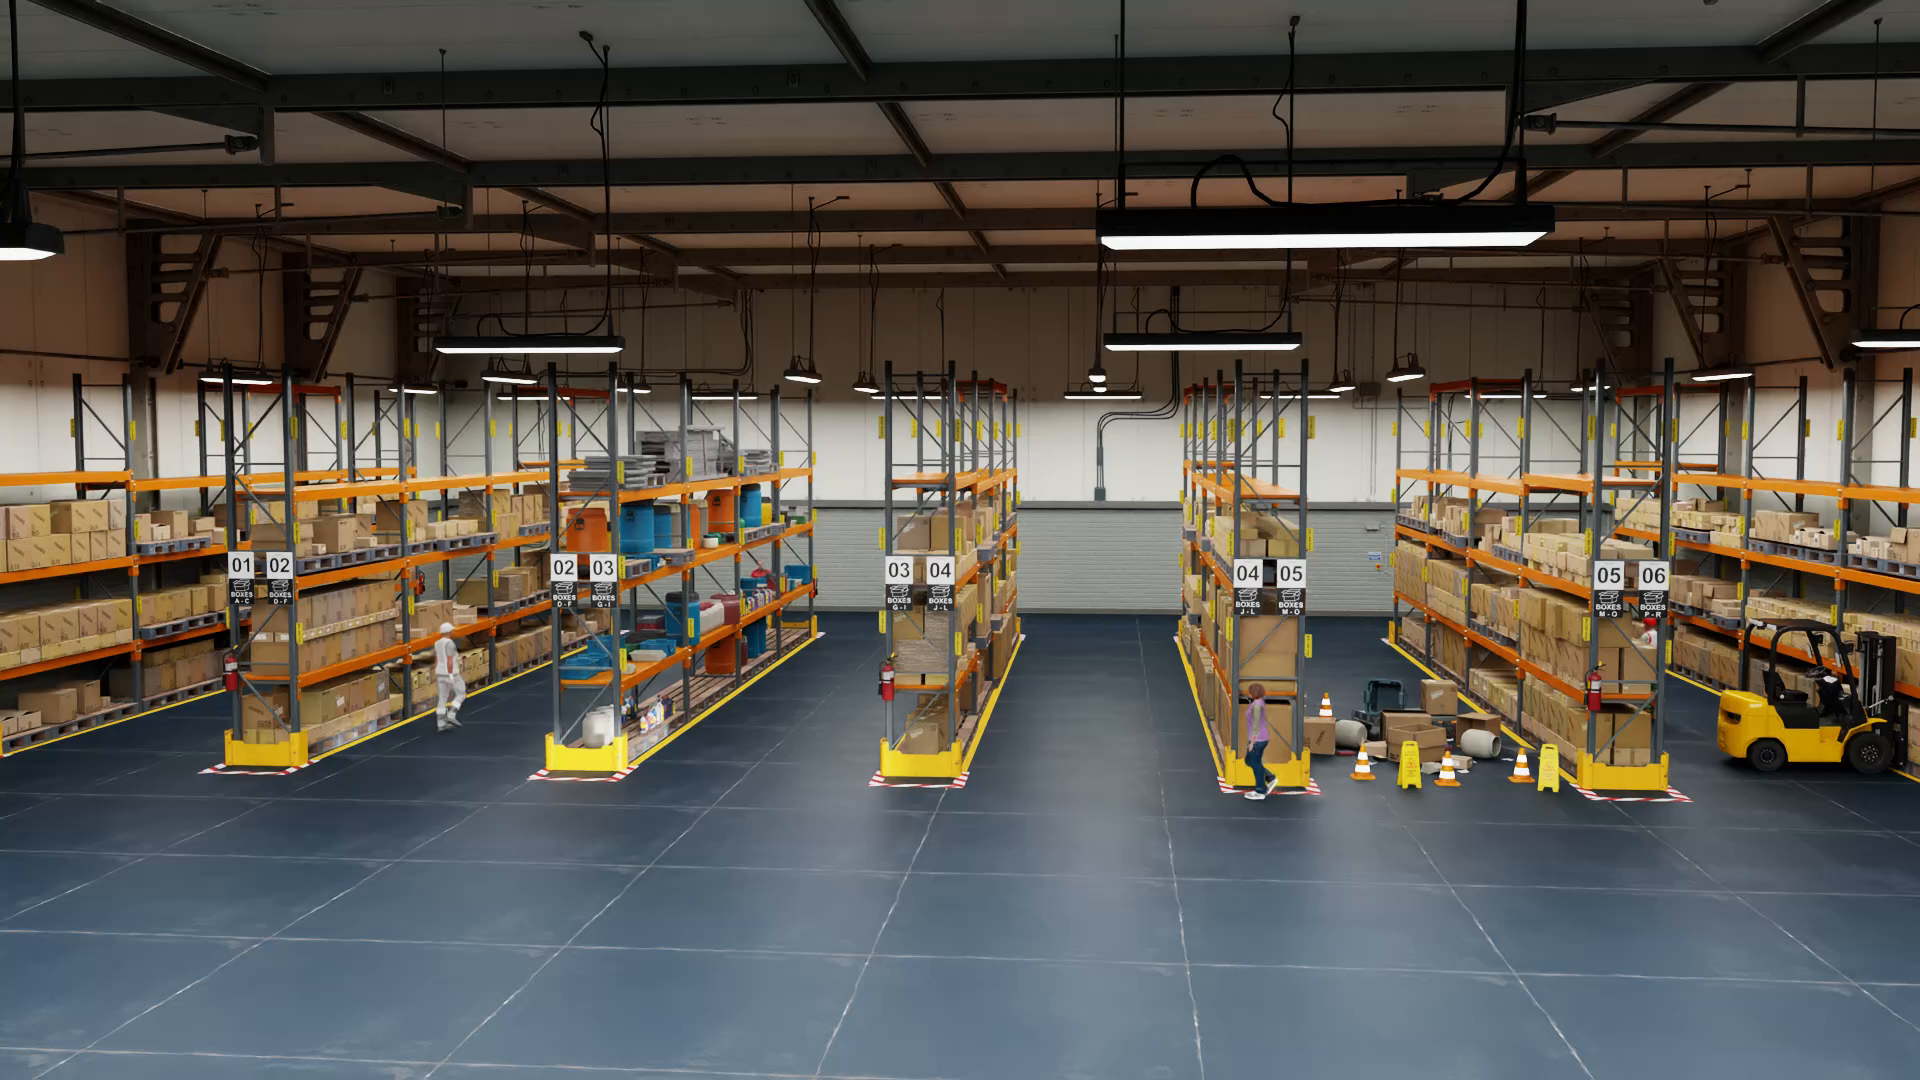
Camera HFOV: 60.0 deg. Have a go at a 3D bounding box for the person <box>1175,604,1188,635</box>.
[{"bbox_3d":[5.696,1.493,40.702,0.968,1.640,0.470,-1,4,-12],"label":"person"}]

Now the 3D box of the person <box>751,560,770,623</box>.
[{"bbox_3d":[-5.127,1.353,42.564,0.618,1.656,1.074,1,4,8],"label":"person"}]

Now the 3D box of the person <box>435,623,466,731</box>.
[{"bbox_3d":[-8.590,2.269,27.816,0.543,1.772,0.496,1,4,20],"label":"person"}]

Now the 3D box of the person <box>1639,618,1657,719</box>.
[{"bbox_3d":[11.975,2.203,28.922,0.592,1.785,0.406,-1,4,-19],"label":"person"}]

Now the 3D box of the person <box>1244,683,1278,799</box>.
[{"bbox_3d":[4.079,2.713,22.486,0.463,1.585,0.416,1,4,11],"label":"person"}]
